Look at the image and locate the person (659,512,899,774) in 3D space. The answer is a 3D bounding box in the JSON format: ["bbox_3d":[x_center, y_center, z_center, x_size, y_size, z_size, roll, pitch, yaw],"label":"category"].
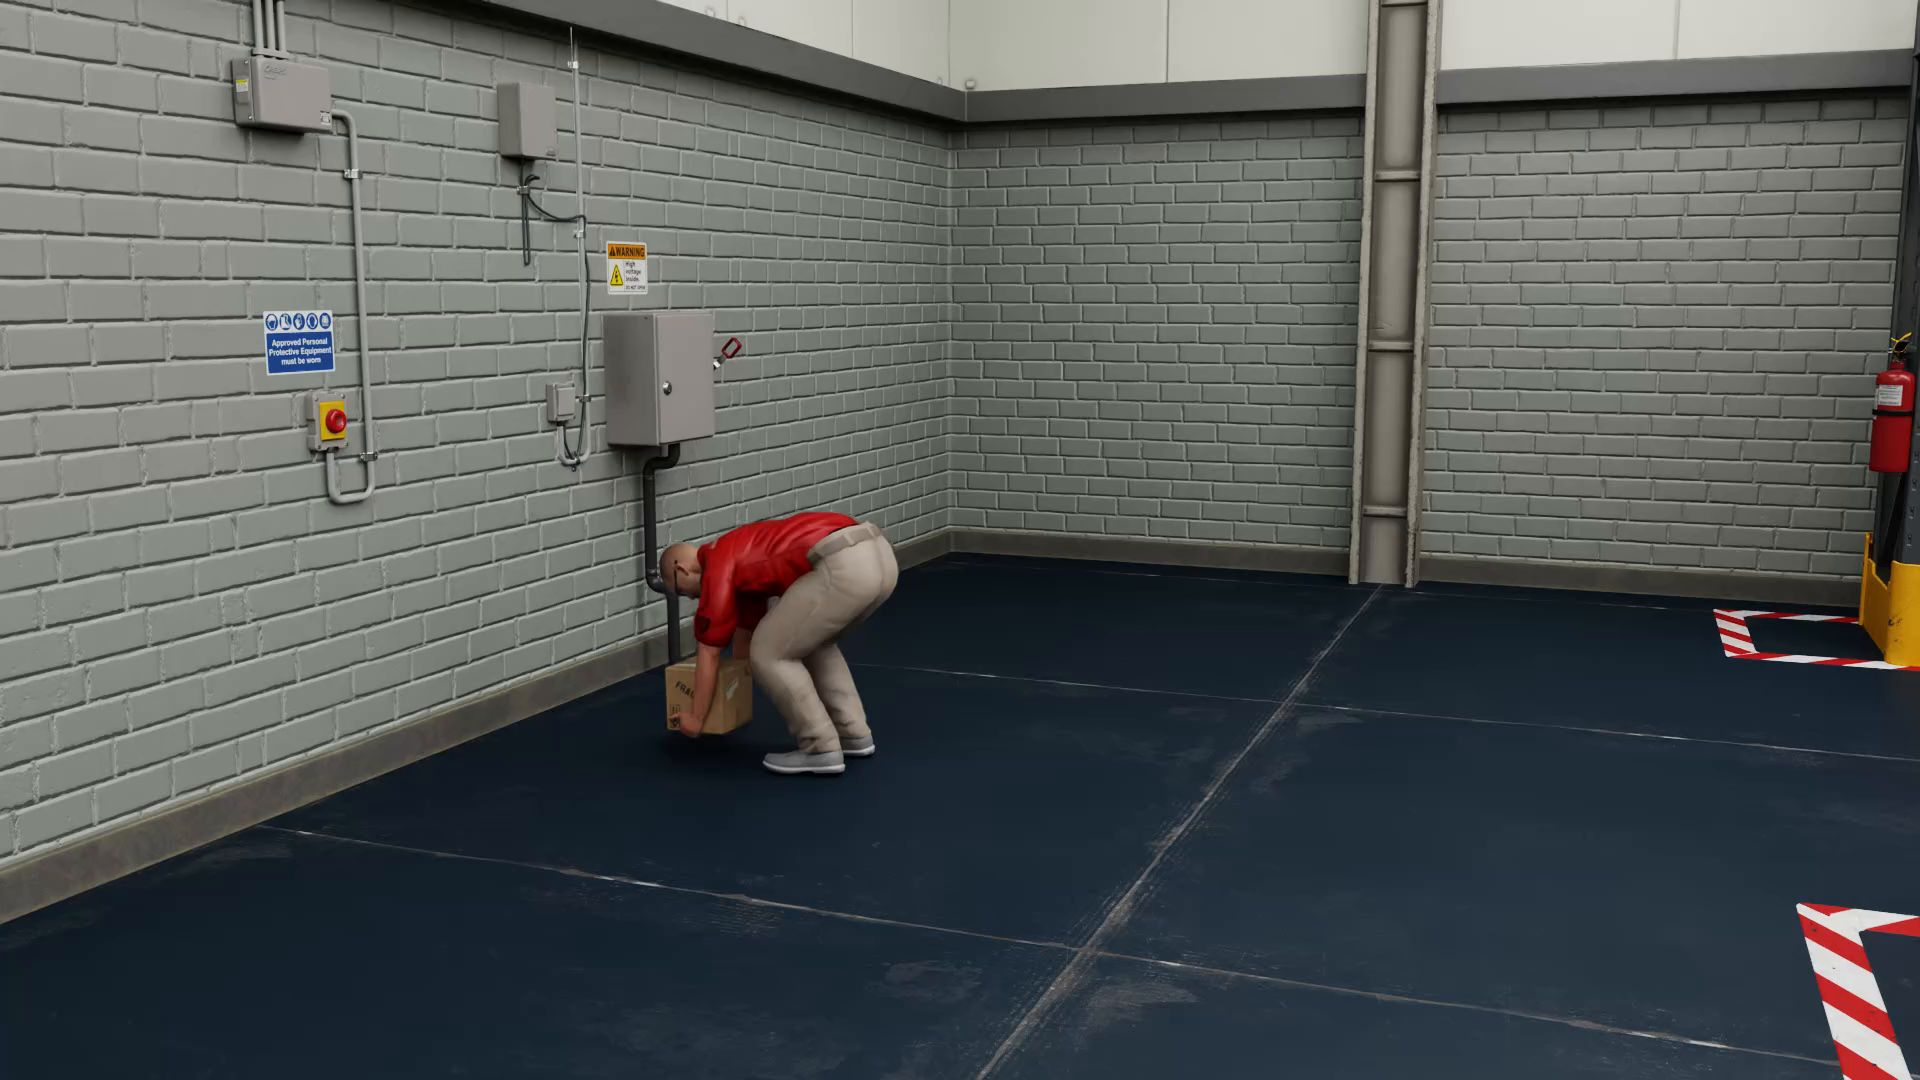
[{"bbox_3d":[-0.721,0.375,6.450,0.958,0.976,0.528,3,9,18],"label":"person"}]
